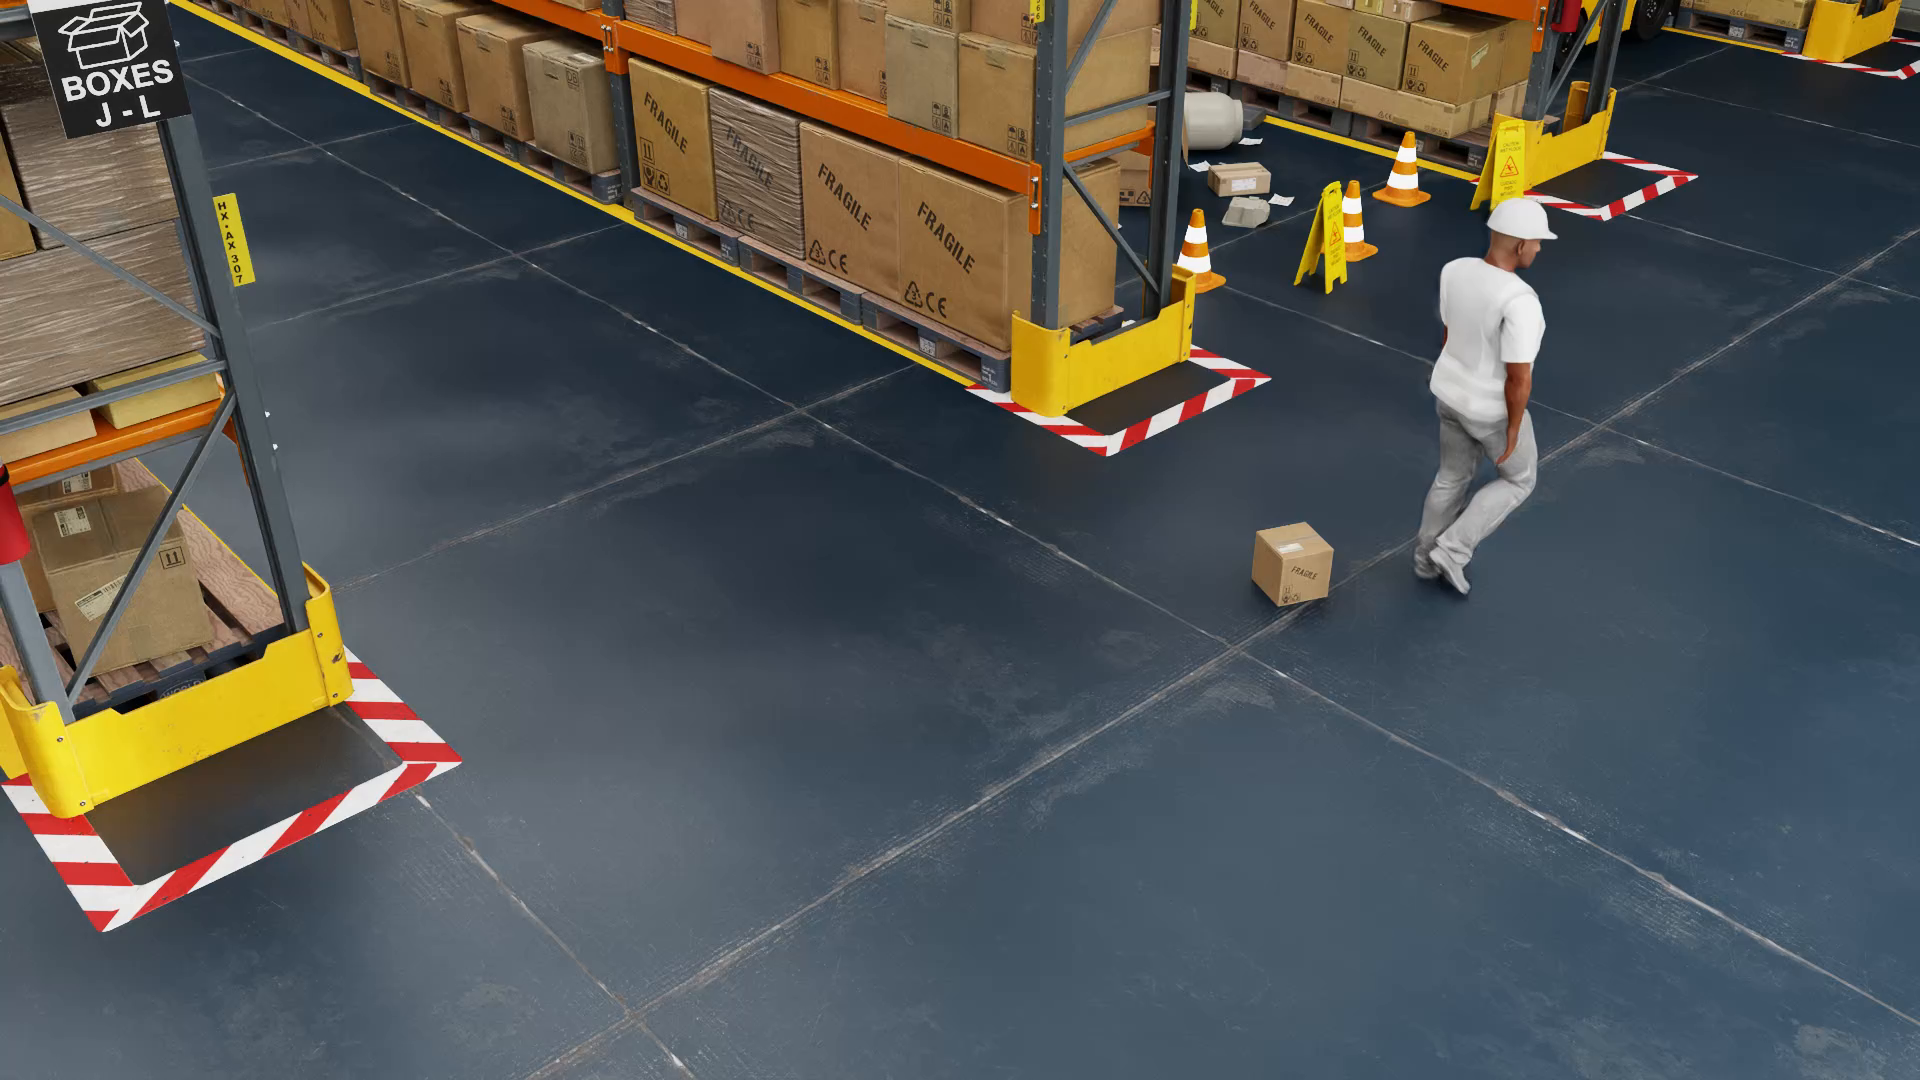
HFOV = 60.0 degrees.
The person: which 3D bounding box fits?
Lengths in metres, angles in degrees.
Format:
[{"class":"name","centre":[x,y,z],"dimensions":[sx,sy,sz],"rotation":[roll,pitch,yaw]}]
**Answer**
[{"class":"person","centre":[2.223,-0.581,7.025],"dimensions":[0.451,1.787,0.587],"rotation":[-14,34,-22]}]
